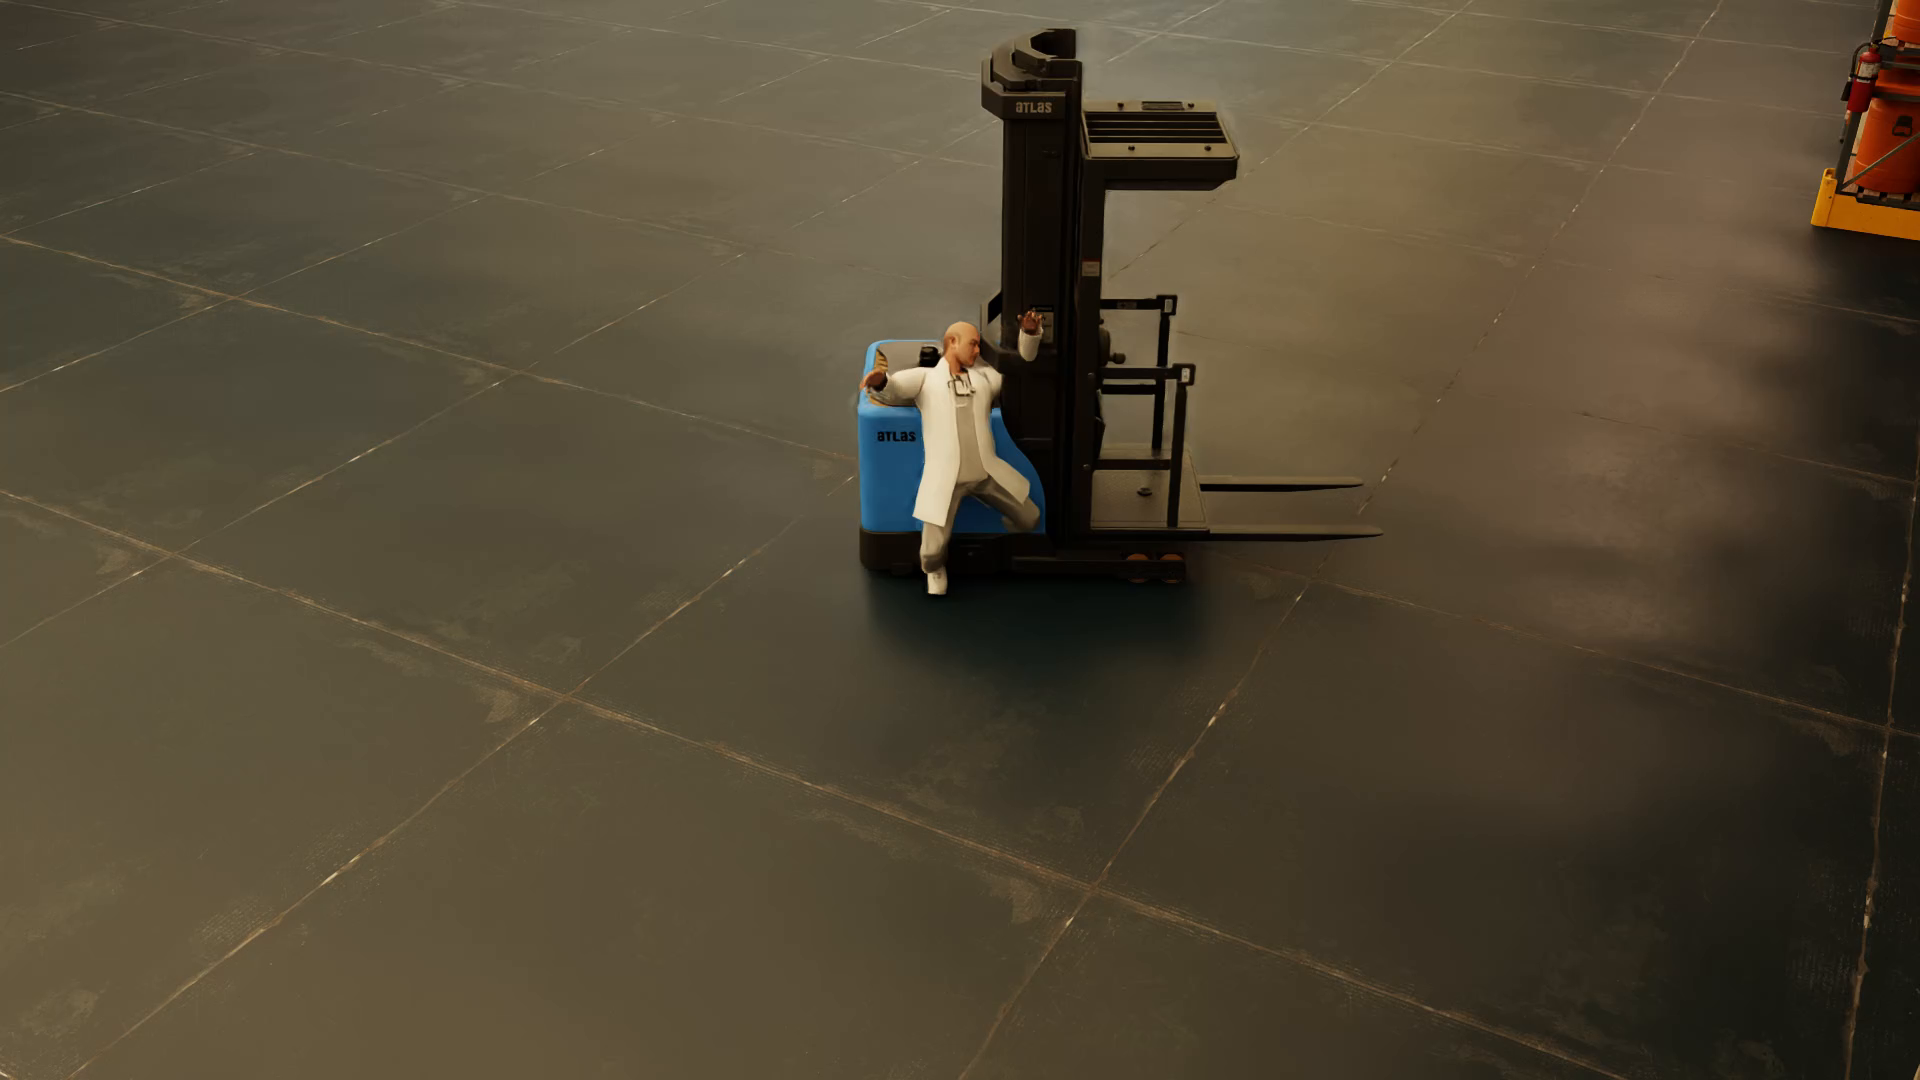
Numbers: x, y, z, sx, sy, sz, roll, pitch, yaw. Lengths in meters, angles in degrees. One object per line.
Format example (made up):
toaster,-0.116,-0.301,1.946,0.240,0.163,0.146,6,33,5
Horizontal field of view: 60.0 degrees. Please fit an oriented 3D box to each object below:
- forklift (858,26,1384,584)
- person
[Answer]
forklift,0.943,-1.289,9.304,3.031,2.935,1.130,0,30,1
person,-0.106,-0.486,9.138,1.094,1.694,0.730,-13,32,-21
